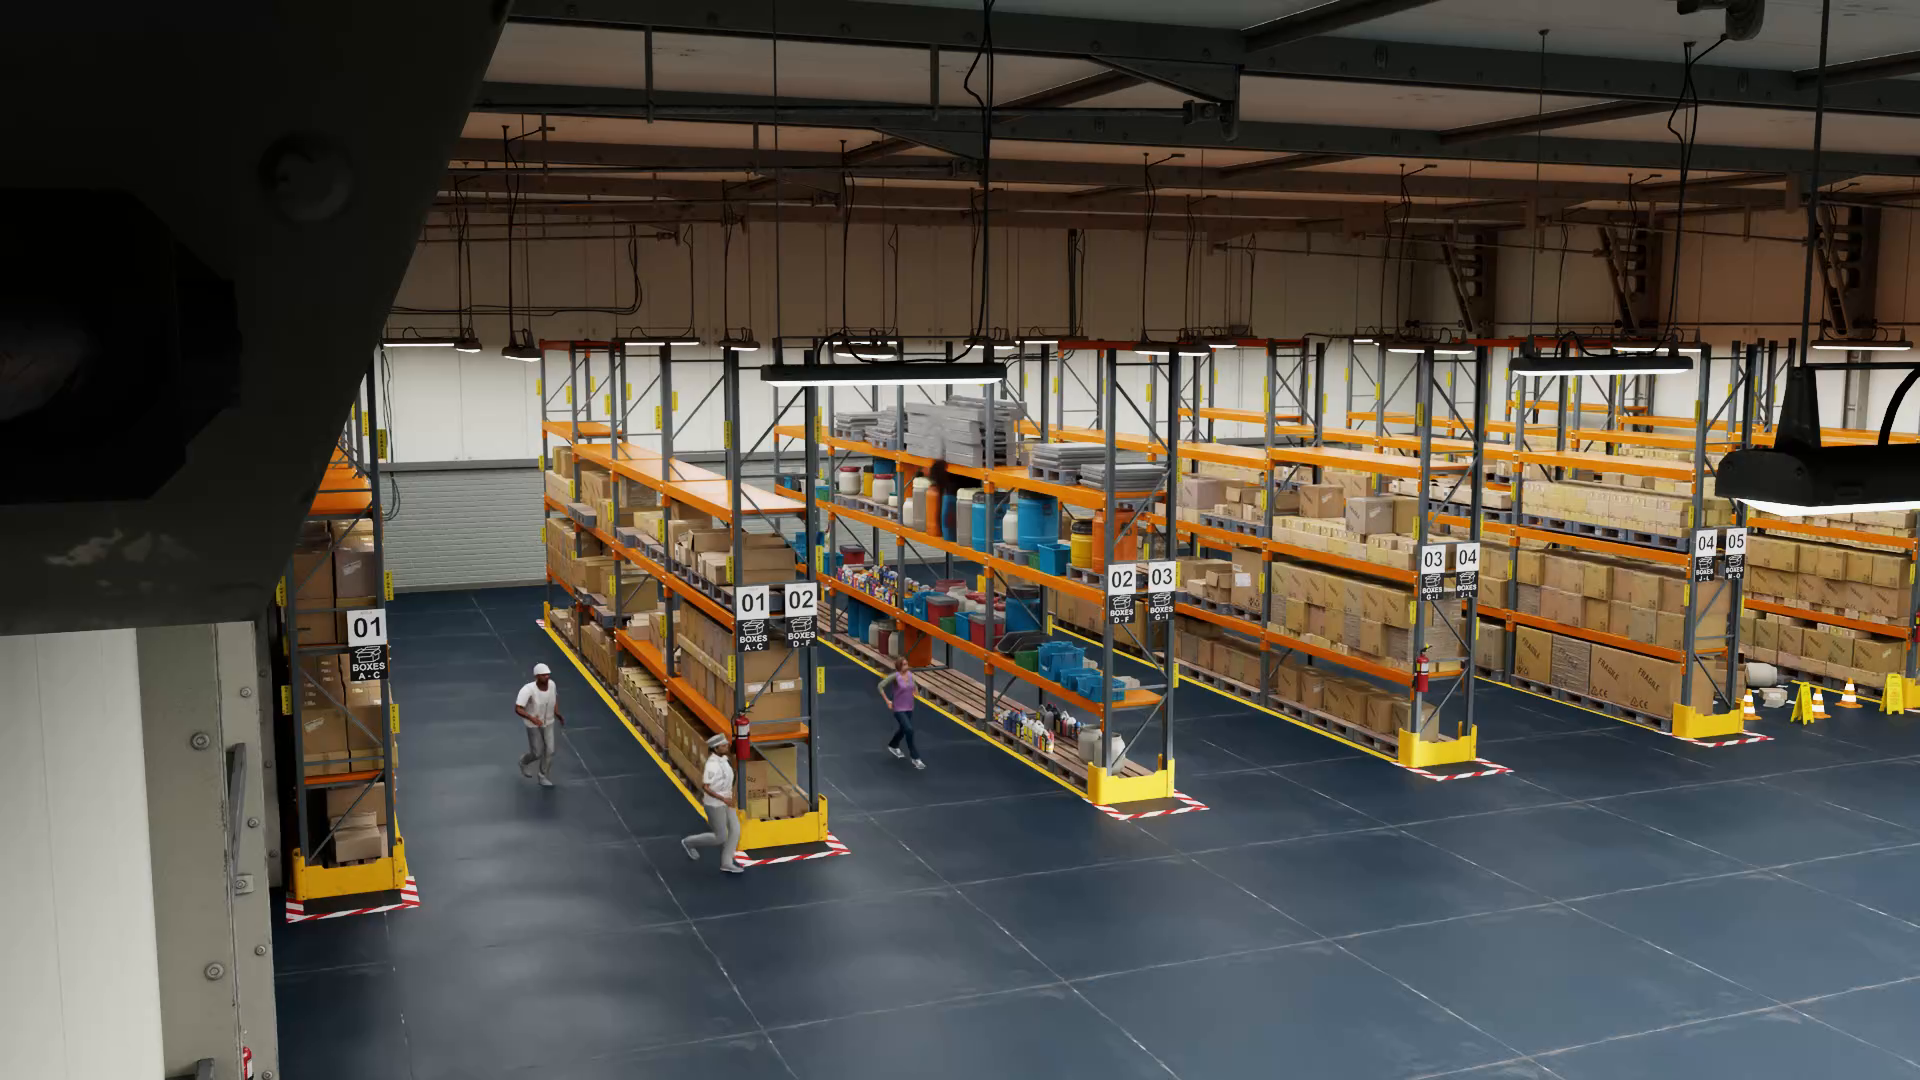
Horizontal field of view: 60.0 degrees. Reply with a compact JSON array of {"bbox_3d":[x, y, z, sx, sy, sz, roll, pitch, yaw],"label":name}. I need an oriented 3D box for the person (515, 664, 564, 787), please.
[{"bbox_3d":[-5.830,2.526,22.885,0.688,1.714,0.767,-7,10,-43],"label":"person"}]

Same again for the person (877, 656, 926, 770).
[{"bbox_3d":[-0.851,2.454,23.798,0.781,1.607,0.607,7,10,44],"label":"person"}]

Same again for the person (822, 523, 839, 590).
[{"bbox_3d":[-3.012,0.368,39.793,0.508,1.601,0.639,2,8,15],"label":"person"}]

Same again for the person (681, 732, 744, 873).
[{"bbox_3d":[-2.858,3.032,19.238,0.723,1.663,0.587,2,8,12],"label":"person"}]

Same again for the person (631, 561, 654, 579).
[{"bbox_3d":[-6.962,0.894,36.019,0.681,1.564,0.892,-6,10,-39],"label":"person"}]
